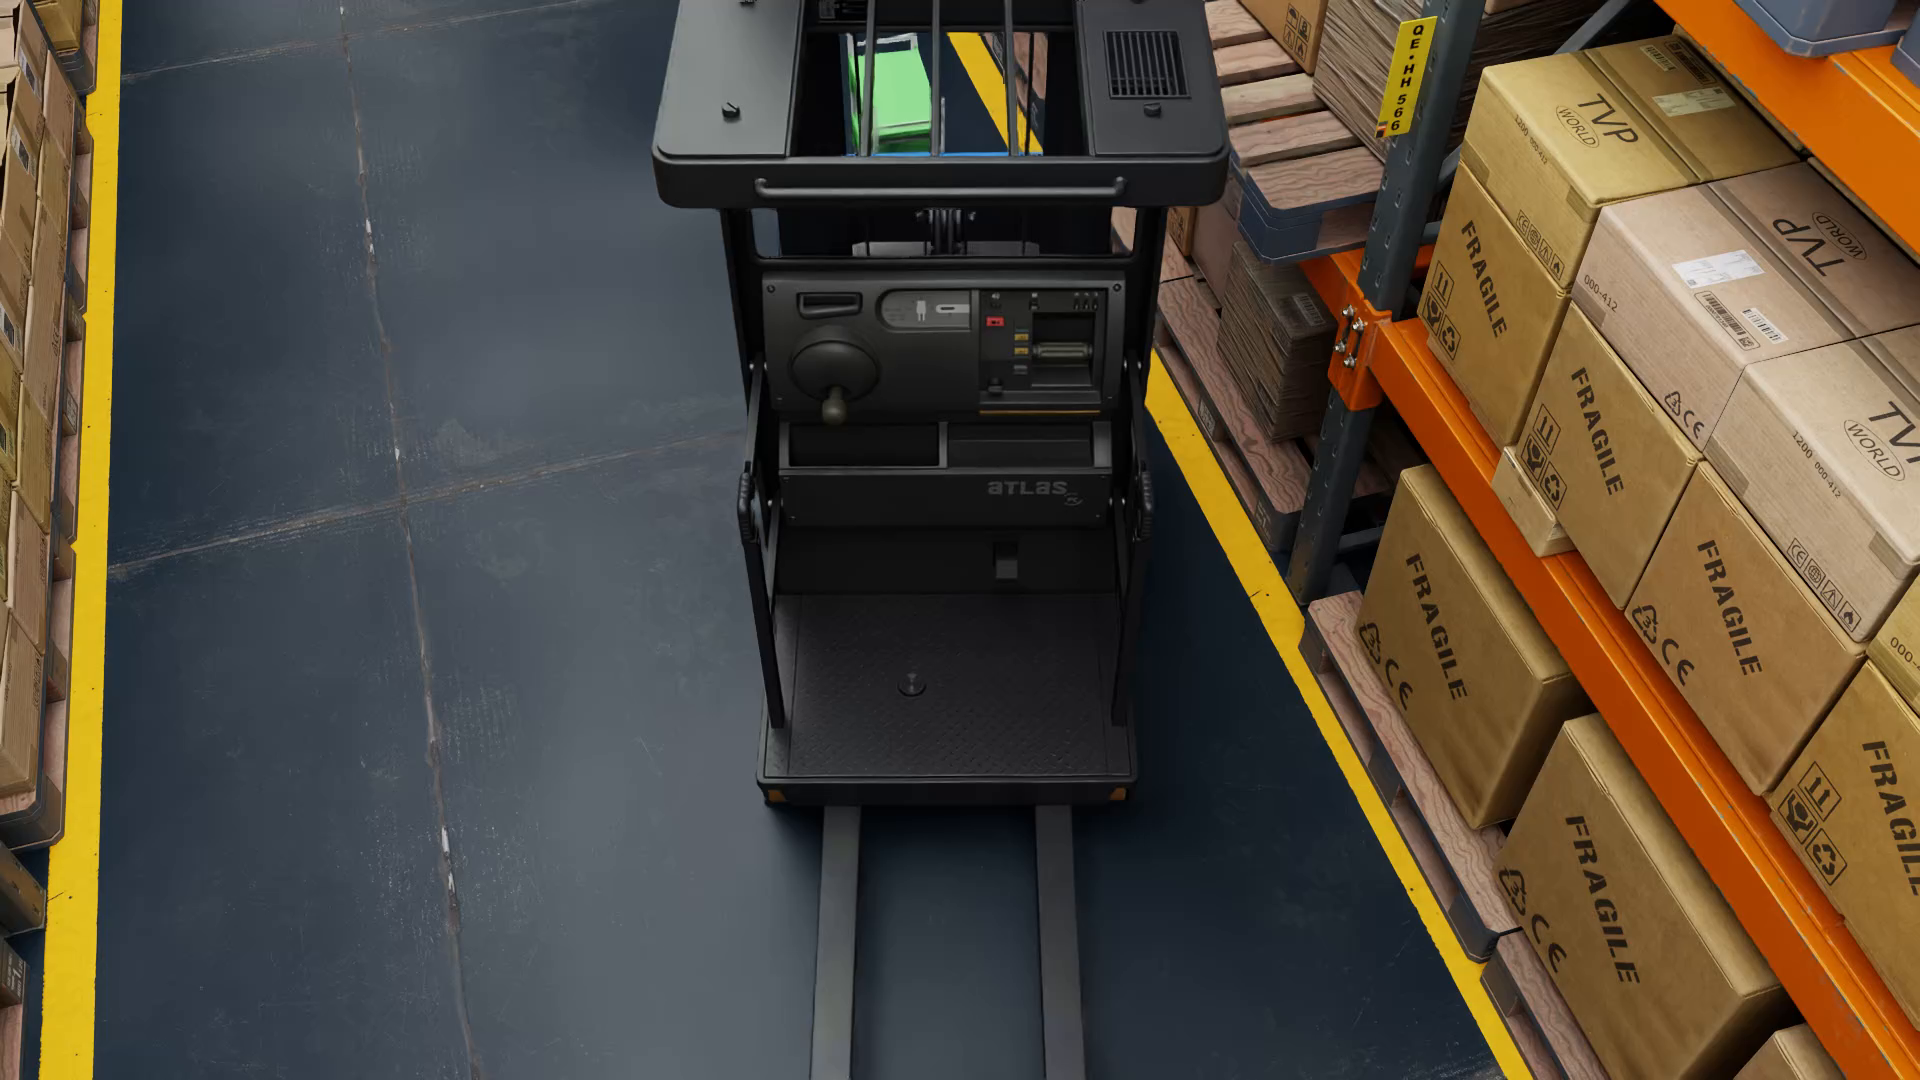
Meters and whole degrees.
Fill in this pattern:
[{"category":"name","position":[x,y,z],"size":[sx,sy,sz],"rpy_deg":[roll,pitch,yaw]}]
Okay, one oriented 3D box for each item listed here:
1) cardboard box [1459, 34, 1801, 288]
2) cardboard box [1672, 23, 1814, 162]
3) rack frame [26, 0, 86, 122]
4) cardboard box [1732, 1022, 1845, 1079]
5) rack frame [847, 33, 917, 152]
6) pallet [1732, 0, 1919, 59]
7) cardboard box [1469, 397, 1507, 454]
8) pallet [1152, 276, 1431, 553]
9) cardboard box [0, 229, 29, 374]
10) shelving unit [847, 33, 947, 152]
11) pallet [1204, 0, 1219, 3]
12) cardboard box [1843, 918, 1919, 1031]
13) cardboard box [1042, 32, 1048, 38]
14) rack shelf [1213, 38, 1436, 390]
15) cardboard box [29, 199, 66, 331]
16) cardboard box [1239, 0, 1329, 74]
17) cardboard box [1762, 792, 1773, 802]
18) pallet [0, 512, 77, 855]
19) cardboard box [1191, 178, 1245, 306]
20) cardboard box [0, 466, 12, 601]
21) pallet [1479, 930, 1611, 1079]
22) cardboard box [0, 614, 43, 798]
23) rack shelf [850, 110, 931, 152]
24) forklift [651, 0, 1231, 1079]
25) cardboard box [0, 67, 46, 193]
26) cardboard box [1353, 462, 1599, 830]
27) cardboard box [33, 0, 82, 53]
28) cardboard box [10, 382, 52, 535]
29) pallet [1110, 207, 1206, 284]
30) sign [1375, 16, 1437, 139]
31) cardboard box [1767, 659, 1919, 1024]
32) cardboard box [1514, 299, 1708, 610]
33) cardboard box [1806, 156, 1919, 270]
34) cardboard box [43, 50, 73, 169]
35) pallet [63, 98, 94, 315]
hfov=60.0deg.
[{"category":"cardboard box","position":[1.492,-0.863,3.752],"size":[0.500,0.250,0.500],"rpy_deg":[-12,51,-10]},{"category":"cardboard box","position":[1.977,-1.001,3.868],"size":[0.500,0.250,0.500],"rpy_deg":[-12,51,-10]},{"category":"rack frame","position":[-4.319,-2.696,6.061],"size":[1.000,3.000,0.127],"rpy_deg":[-13,51,-11]},{"category":"cardboard box","position":[2.196,1.488,3.665],"size":[0.750,0.750,0.750],"rpy_deg":[-12,51,-10]},{"category":"rack frame","position":[-0.268,-1.394,6.141],"size":[0.240,1.200,0.015],"rpy_deg":[-9,50,-8]},{"category":"pallet","position":[1.836,-1.345,3.084],"size":[1.213,0.211,1.003],"rpy_deg":[-11,51,-9]},{"category":"cardboard box","position":[1.538,-0.344,4.229],"size":[0.380,0.149,0.250],"rpy_deg":[-13,51,-10]},{"category":"pallet","position":[1.366,-0.570,6.092],"size":[1.003,0.211,1.213],"rpy_deg":[-13,51,-11]},{"category":"cardboard box","position":[-3.475,-0.783,5.605],"size":[0.500,0.311,0.500],"rpy_deg":[-14,51,-11]},{"category":"shelving unit","position":[-0.218,-1.212,5.987],"size":[0.258,1.200,0.503],"rpy_deg":[-9,50,-8]},{"category":"pallet","position":[0.971,-2.272,5.829],"size":[1.003,0.211,1.213],"rpy_deg":[-13,51,-11]},{"category":"cardboard box","position":[2.006,0.781,3.281],"size":[0.380,0.149,0.250],"rpy_deg":[-12,51,-10]},{"category":"cardboard box","position":[0.646,-2.621,7.345],"size":[0.700,0.500,0.500],"rpy_deg":[-12,51,-10]},{"category":"rack shelf","position":[1.004,-2.126,6.051],"size":[1.077,0.370,4.000],"rpy_deg":[-13,51,-11]},{"category":"cardboard box","position":[-3.619,-0.964,6.125],"size":[0.500,0.250,0.500],"rpy_deg":[-12,51,-10]},{"category":"cardboard box","position":[1.256,-1.814,4.965],"size":[0.700,0.500,0.500],"rpy_deg":[-18,52,-14]},{"category":"cardboard box","position":[1.879,0.404,3.599],"size":[0.380,0.149,0.250],"rpy_deg":[-13,51,-10]},{"category":"pallet","position":[-3.342,0.514,5.178],"size":[1.003,0.211,1.213],"rpy_deg":[-13,51,-11]},{"category":"cardboard box","position":[1.291,-1.150,6.105],"size":[0.700,0.500,0.500],"rpy_deg":[-13,51,-11]},{"category":"cardboard box","position":[-3.173,-0.035,4.975],"size":[0.500,0.311,0.500],"rpy_deg":[-14,51,-12]},{"category":"pallet","position":[2.114,1.484,4.361],"size":[1.003,0.211,1.213],"rpy_deg":[-13,51,-11]},{"category":"cardboard box","position":[-3.010,0.527,4.867],"size":[0.500,0.250,0.500],"rpy_deg":[-13,51,-11]},{"category":"rack shelf","position":[-0.218,-1.325,5.852],"size":[0.258,0.148,0.480],"rpy_deg":[-9,50,-8]},{"category":"forklift","position":[-0.037,-0.393,4.164],"size":[1.130,2.935,3.031],"rpy_deg":[0,50,0]},{"category":"cardboard box","position":[-3.765,-1.516,6.223],"size":[0.500,0.311,0.500],"rpy_deg":[-12,51,-10]},{"category":"cardboard box","position":[1.687,0.227,4.728],"size":[0.750,0.750,0.750],"rpy_deg":[-14,51,-11]},{"category":"cardboard box","position":[-4.166,-2.352,7.295],"size":[0.500,0.250,0.500],"rpy_deg":[-13,51,-11]},{"category":"cardboard box","position":[-3.319,-0.218,5.495],"size":[0.500,0.250,0.500],"rpy_deg":[-15,51,-12]},{"category":"pallet","position":[1.009,-1.459,6.842],"size":[1.003,0.211,1.213],"rpy_deg":[-13,51,-11]},{"category":"sign","position":[1.080,-1.115,4.023],"size":[0.100,0.325,0.005],"rpy_deg":[-13,51,-11]},{"category":"cardboard box","position":[1.948,0.507,3.088],"size":[0.500,0.500,0.500],"rpy_deg":[-12,51,-10]},{"category":"cardboard box","position":[1.640,-0.235,3.713],"size":[0.500,0.500,0.500],"rpy_deg":[-12,51,-10]},{"category":"cardboard box","position":[2.127,-0.622,3.549],"size":[0.500,0.250,0.500],"rpy_deg":[-15,51,-12]},{"category":"cardboard box","position":[-3.919,-1.708,6.752],"size":[0.500,0.250,0.500],"rpy_deg":[-14,51,-11]},{"category":"pallet","position":[-4.063,-1.268,6.681],"size":[1.003,0.211,1.213],"rpy_deg":[-13,51,-11]}]
